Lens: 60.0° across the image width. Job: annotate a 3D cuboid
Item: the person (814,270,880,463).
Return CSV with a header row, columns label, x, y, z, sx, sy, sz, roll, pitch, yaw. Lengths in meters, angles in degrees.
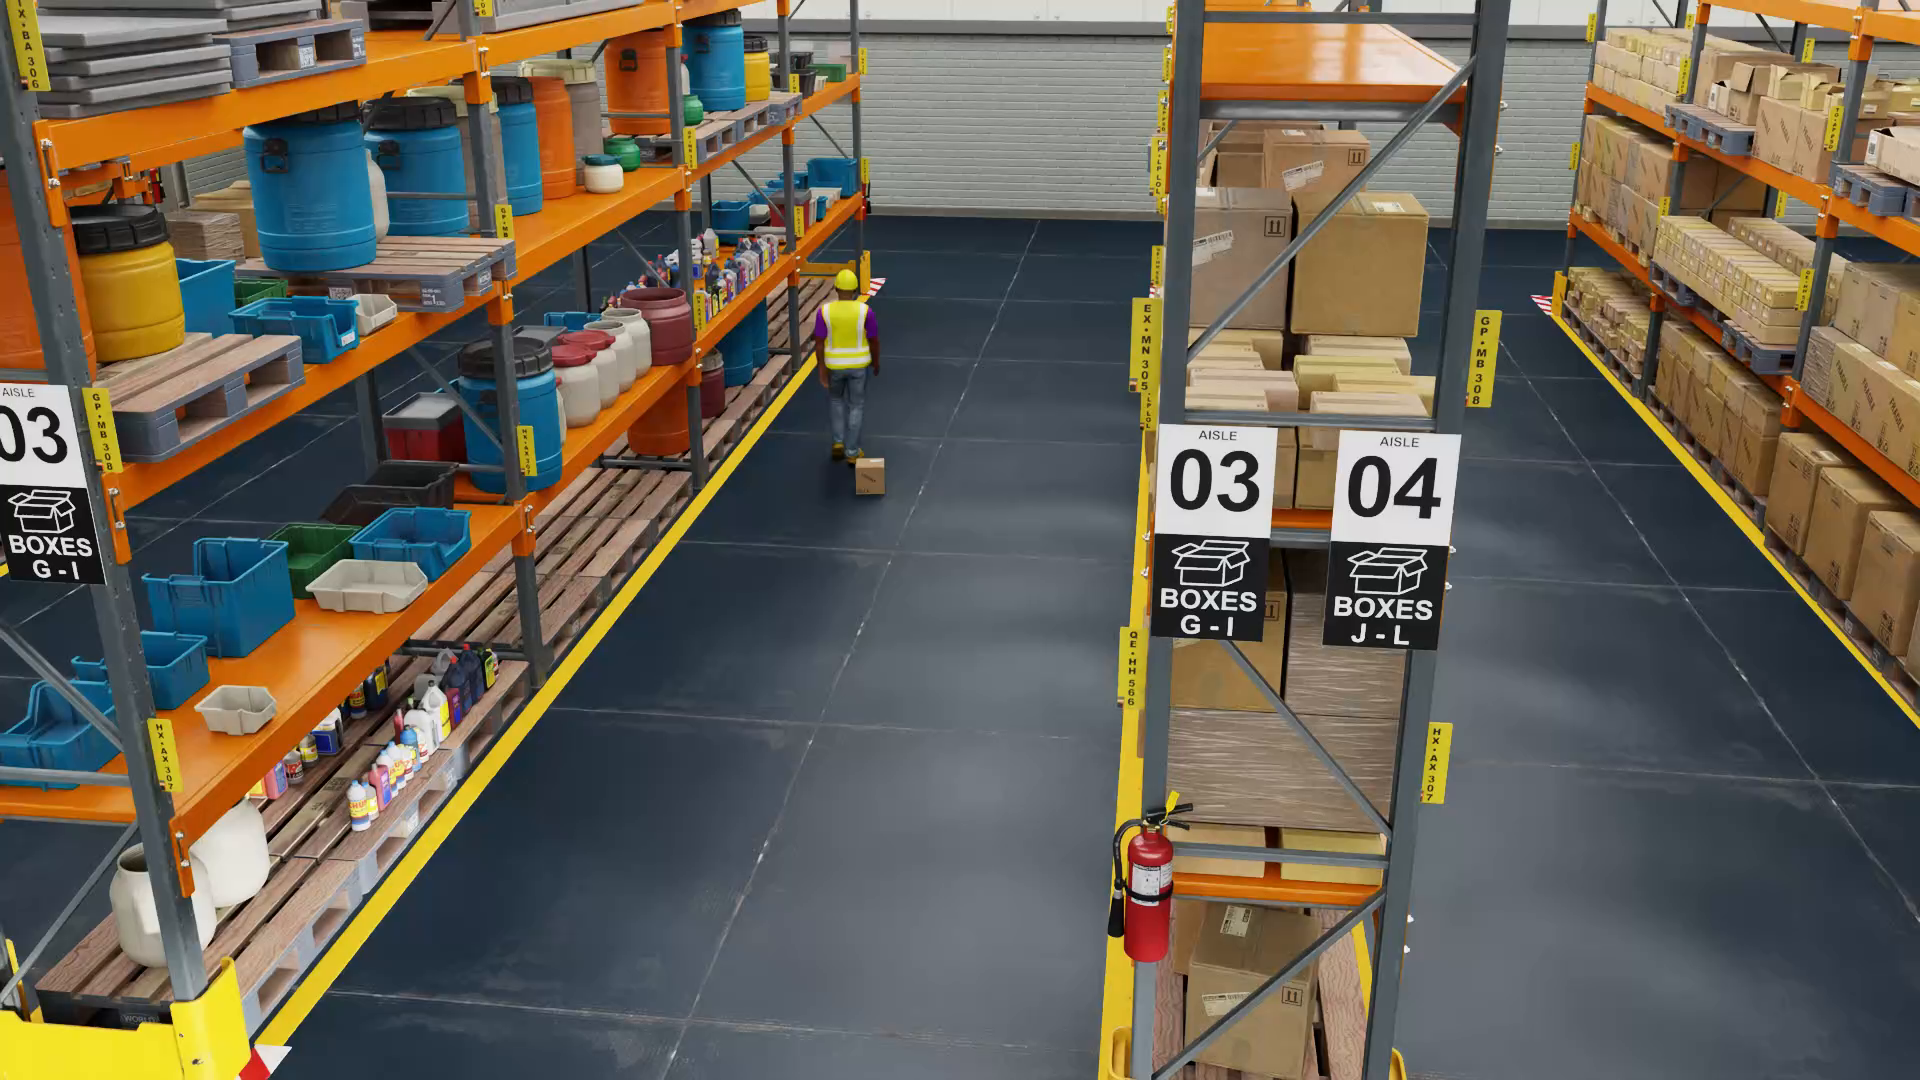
label,x,y,z,sx,sy,sz,roll,pitch,yaw
person,-1.015,-1.567,15.159,0.567,1.830,0.546,1,21,4
